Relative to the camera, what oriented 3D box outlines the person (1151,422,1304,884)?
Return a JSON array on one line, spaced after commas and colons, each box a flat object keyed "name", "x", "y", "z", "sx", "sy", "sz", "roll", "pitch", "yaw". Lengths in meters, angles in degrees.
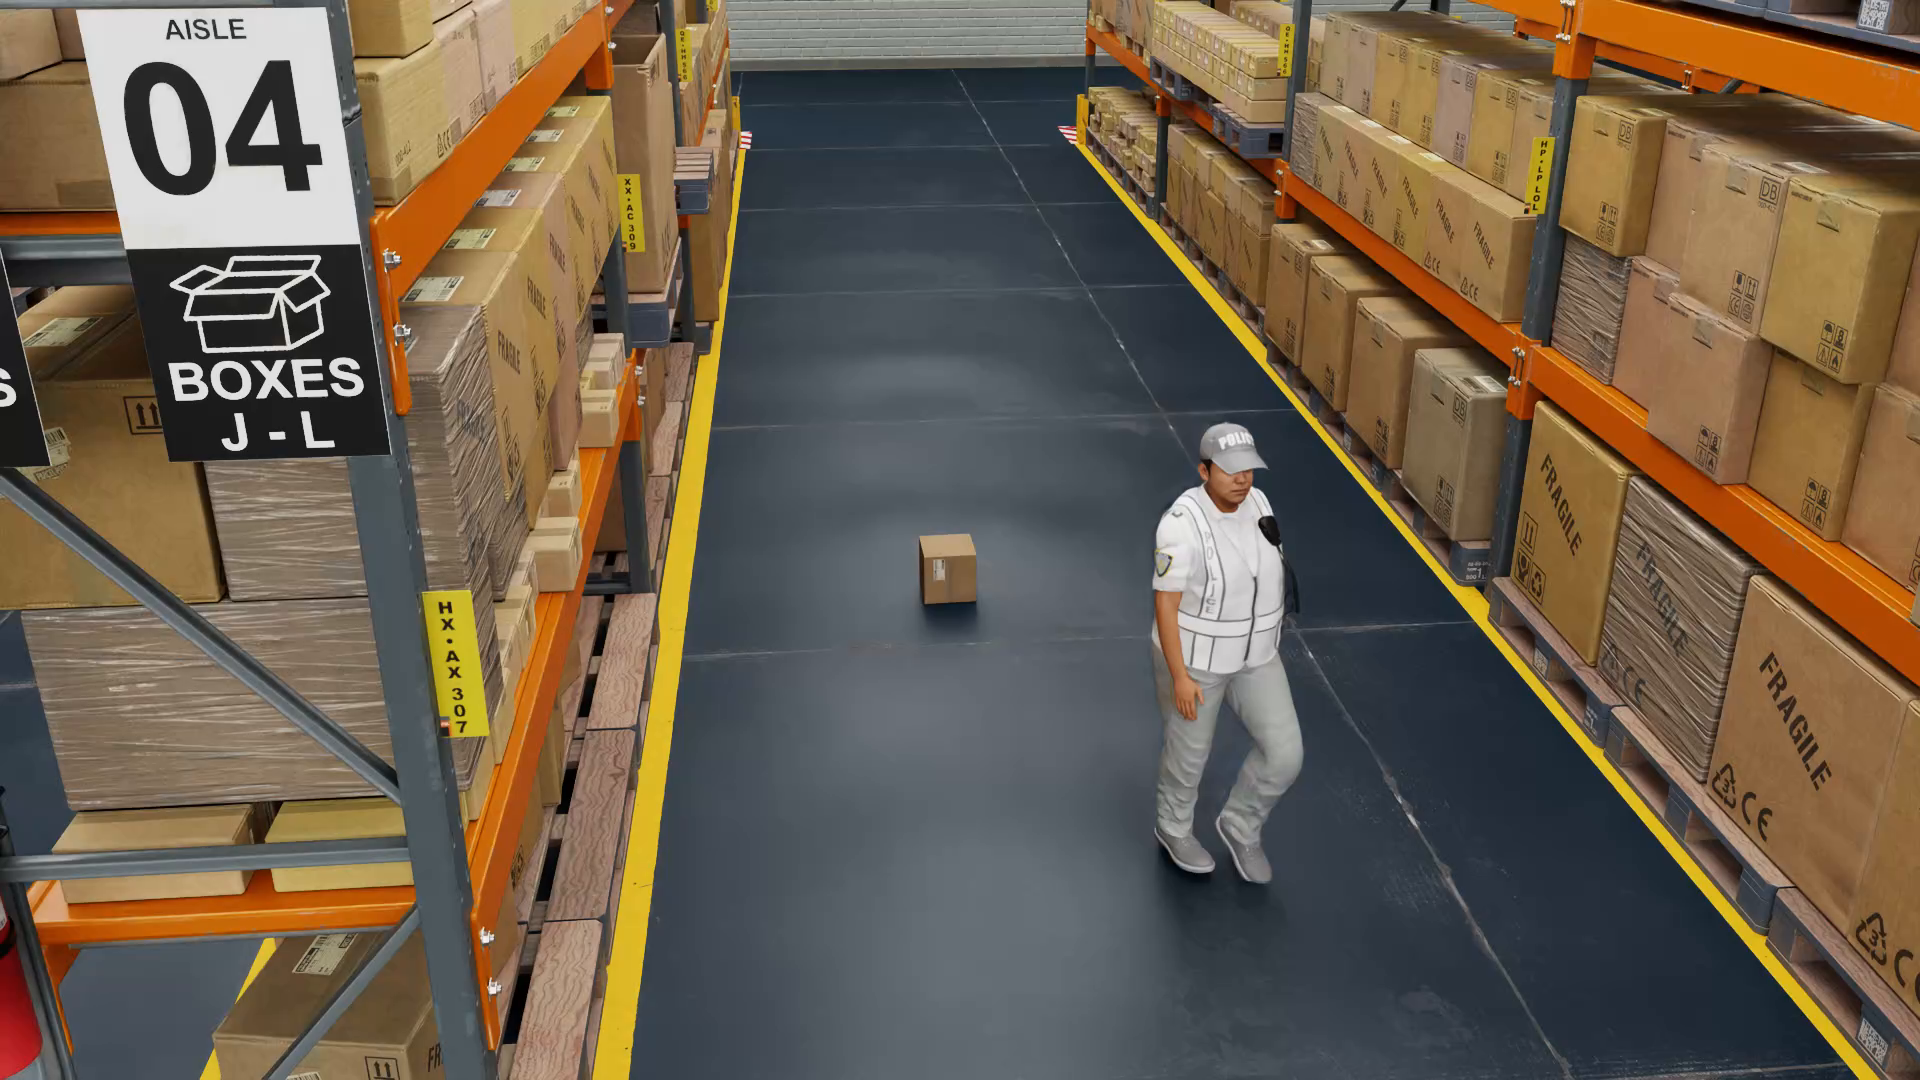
[{"name": "person", "x": 0.886, "y": 0.437, "z": 5.628, "sx": 0.512, "sy": 1.723, "sz": 0.492, "roll": -11, "pitch": 26, "yaw": -24}]
